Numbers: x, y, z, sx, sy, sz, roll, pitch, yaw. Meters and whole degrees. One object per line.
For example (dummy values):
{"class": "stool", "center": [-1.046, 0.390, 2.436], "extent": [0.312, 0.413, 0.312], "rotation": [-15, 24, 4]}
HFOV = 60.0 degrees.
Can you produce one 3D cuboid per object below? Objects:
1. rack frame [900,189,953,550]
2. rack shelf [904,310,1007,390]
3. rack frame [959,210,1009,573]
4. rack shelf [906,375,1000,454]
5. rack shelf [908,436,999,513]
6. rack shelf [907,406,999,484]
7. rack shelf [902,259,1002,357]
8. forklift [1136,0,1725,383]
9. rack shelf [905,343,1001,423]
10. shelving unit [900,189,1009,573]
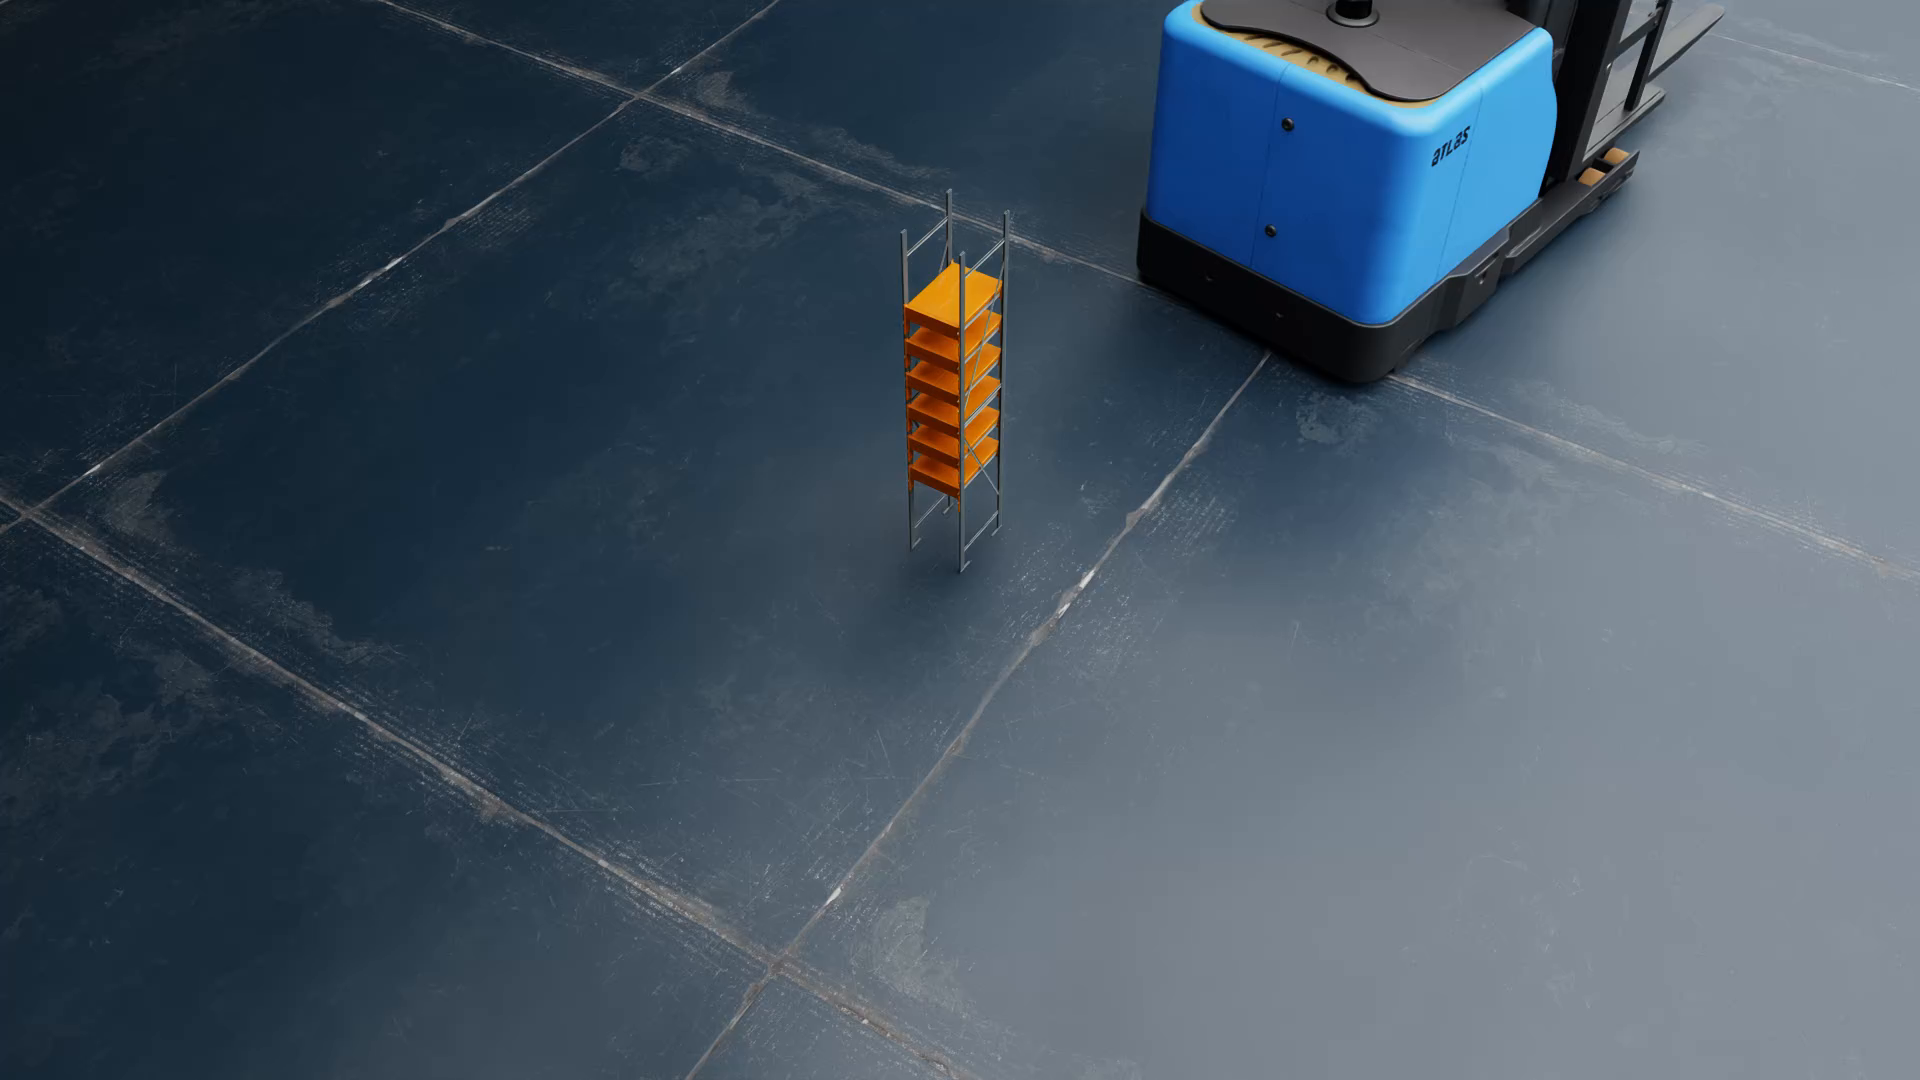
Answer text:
{"class": "rack frame", "center": [-0.089, -0.459, 4.860], "extent": [0.006, 1.200, 0.240], "rotation": [25, 51, 22]}
{"class": "rack shelf", "center": [-0.012, -0.560, 4.685], "extent": [0.180, 0.103, 0.258], "rotation": [25, 51, 22]}
{"class": "rack frame", "center": [0.065, -0.388, 4.791], "extent": [0.006, 1.200, 0.240], "rotation": [25, 51, 22]}
{"class": "rack shelf", "center": [-0.012, -0.393, 4.857], "extent": [0.180, 0.103, 0.258], "rotation": [25, 51, 22]}
{"class": "rack shelf", "center": [-0.012, -0.226, 5.029], "extent": [0.180, 0.103, 0.258], "rotation": [25, 51, 22]}
{"class": "rack shelf", "center": [-0.012, -0.309, 4.943], "extent": [0.180, 0.103, 0.258], "rotation": [25, 51, 22]}
{"class": "rack shelf", "center": [-0.012, -0.644, 4.599], "extent": [0.180, 0.103, 0.258], "rotation": [25, 51, 22]}
{"class": "forklift", "center": [2.022, -2.526, 5.661], "extent": [1.130, 2.935, 3.031], "rotation": [34, 55, 28]}
{"class": "rack shelf", "center": [-0.012, -0.476, 4.771], "extent": [0.180, 0.103, 0.258], "rotation": [25, 51, 22]}
{"class": "shelving unit", "center": [-0.012, -0.424, 4.825], "extent": [0.189, 1.200, 0.258], "rotation": [25, 51, 22]}
